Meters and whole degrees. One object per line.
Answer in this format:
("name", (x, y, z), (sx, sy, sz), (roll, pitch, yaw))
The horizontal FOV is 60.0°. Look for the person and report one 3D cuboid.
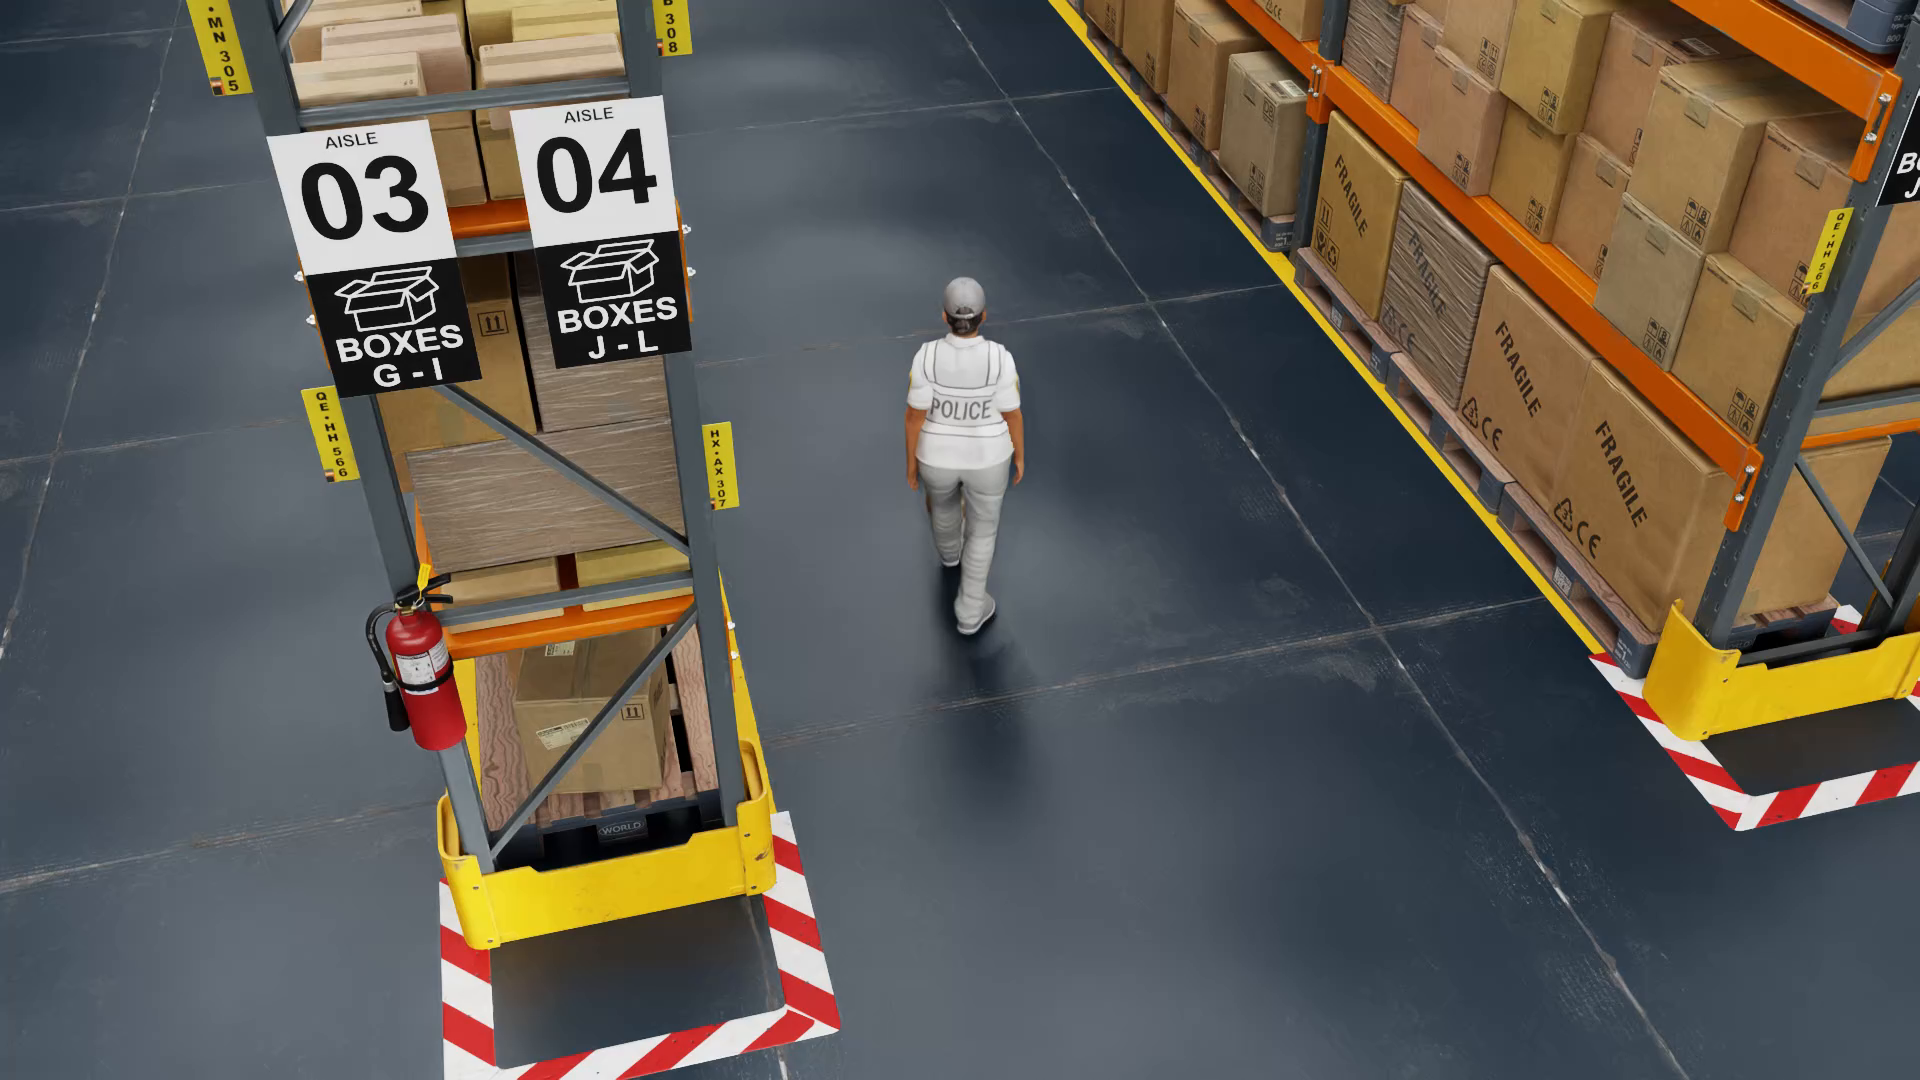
("person", (0.047, -0.434, 7.254), (0.501, 1.650, 0.760), (6, 39, 8))
